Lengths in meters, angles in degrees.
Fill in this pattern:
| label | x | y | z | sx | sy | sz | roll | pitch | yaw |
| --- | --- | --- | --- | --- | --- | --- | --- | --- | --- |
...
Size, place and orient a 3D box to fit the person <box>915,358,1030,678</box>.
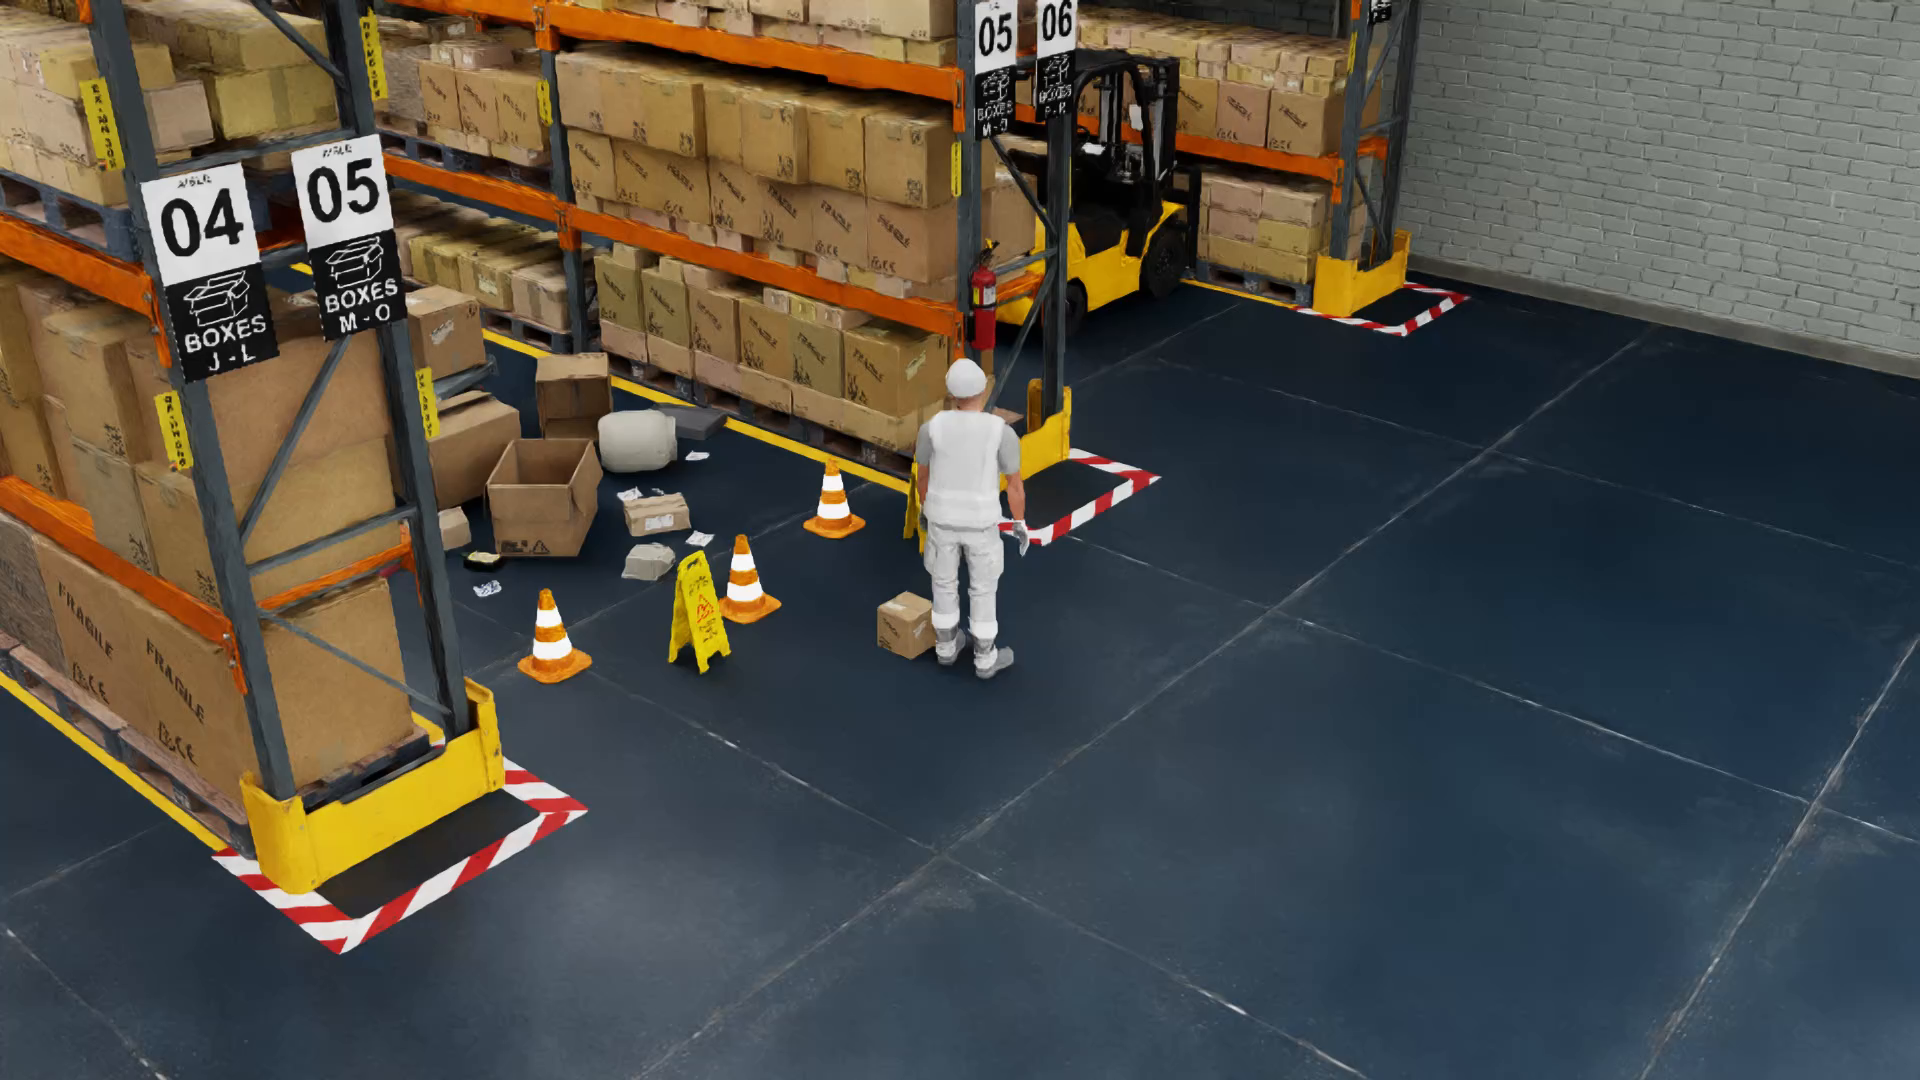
| label | x | y | z | sx | sy | sz | roll | pitch | yaw |
| --- | --- | --- | --- | --- | --- | --- | --- | --- | --- |
| person | 0.075 | -0.126 | 8.774 | 0.607 | 1.798 | 0.465 | 3 | 27 | 5 |
